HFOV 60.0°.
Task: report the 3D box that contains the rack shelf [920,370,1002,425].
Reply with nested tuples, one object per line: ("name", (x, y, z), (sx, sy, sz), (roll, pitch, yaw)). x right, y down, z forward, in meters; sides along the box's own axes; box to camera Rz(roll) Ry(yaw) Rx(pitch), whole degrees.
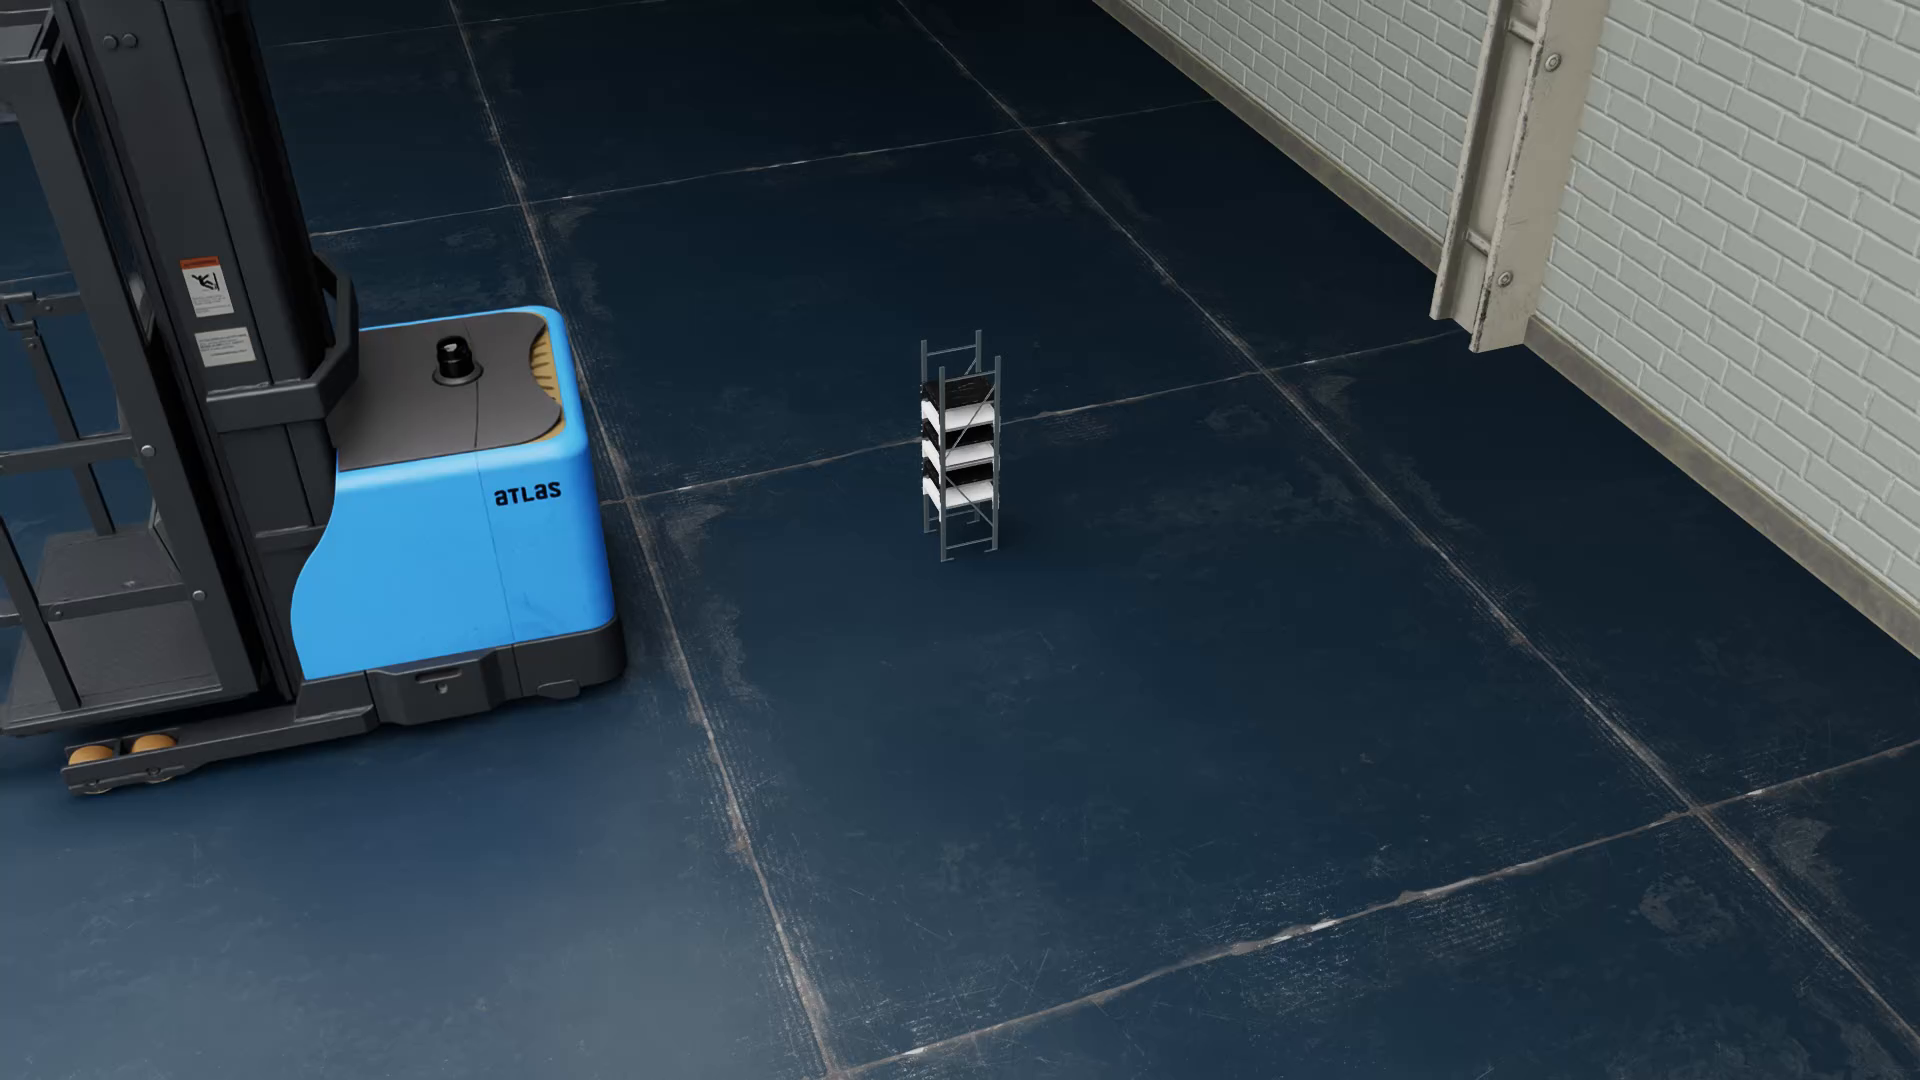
("rack shelf", (0.003, -0.544, 6.331), (0.258, 0.077, 0.200), (-12, 39, -16))

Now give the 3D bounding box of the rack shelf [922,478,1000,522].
("rack shelf", (0.003, -0.184, 6.602), (0.258, 0.077, 0.200), (-12, 39, -16))

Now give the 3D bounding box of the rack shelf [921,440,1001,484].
("rack shelf", (0.003, -0.328, 6.493), (0.258, 0.077, 0.200), (-12, 39, -16))

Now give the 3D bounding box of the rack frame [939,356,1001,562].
("rack frame", (0.038, -0.297, 6.397), (0.240, 0.900, 0.006), (-12, 39, -16))

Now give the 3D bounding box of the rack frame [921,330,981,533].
("rack frame", (-0.032, -0.412, 6.549), (0.240, 0.900, 0.006), (-12, 39, -16))

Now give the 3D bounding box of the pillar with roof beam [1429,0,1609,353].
("pillar with roof beam", (-1.510, -3.738, 4.233), (9.100, 9.000, 0.400), (-12, 39, -16))

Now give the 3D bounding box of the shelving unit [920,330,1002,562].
("shelving unit", (0.003, -0.355, 6.473), (0.258, 0.900, 0.210), (-12, 39, -16))

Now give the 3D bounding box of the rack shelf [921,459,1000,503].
("rack shelf", (0.003, -0.256, 6.547), (0.258, 0.077, 0.200), (-12, 39, -16))

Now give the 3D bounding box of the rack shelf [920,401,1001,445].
("rack shelf", (0.003, -0.472, 6.385), (0.258, 0.077, 0.200), (-12, 39, -16))

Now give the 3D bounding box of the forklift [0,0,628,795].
("forklift", (-2.783, -0.669, 5.201), (3.031, 2.935, 1.130), (-10, 38, -13))

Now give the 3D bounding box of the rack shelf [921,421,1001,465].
("rack shelf", (0.003, -0.400, 6.439), (0.258, 0.077, 0.200), (-12, 39, -16))
